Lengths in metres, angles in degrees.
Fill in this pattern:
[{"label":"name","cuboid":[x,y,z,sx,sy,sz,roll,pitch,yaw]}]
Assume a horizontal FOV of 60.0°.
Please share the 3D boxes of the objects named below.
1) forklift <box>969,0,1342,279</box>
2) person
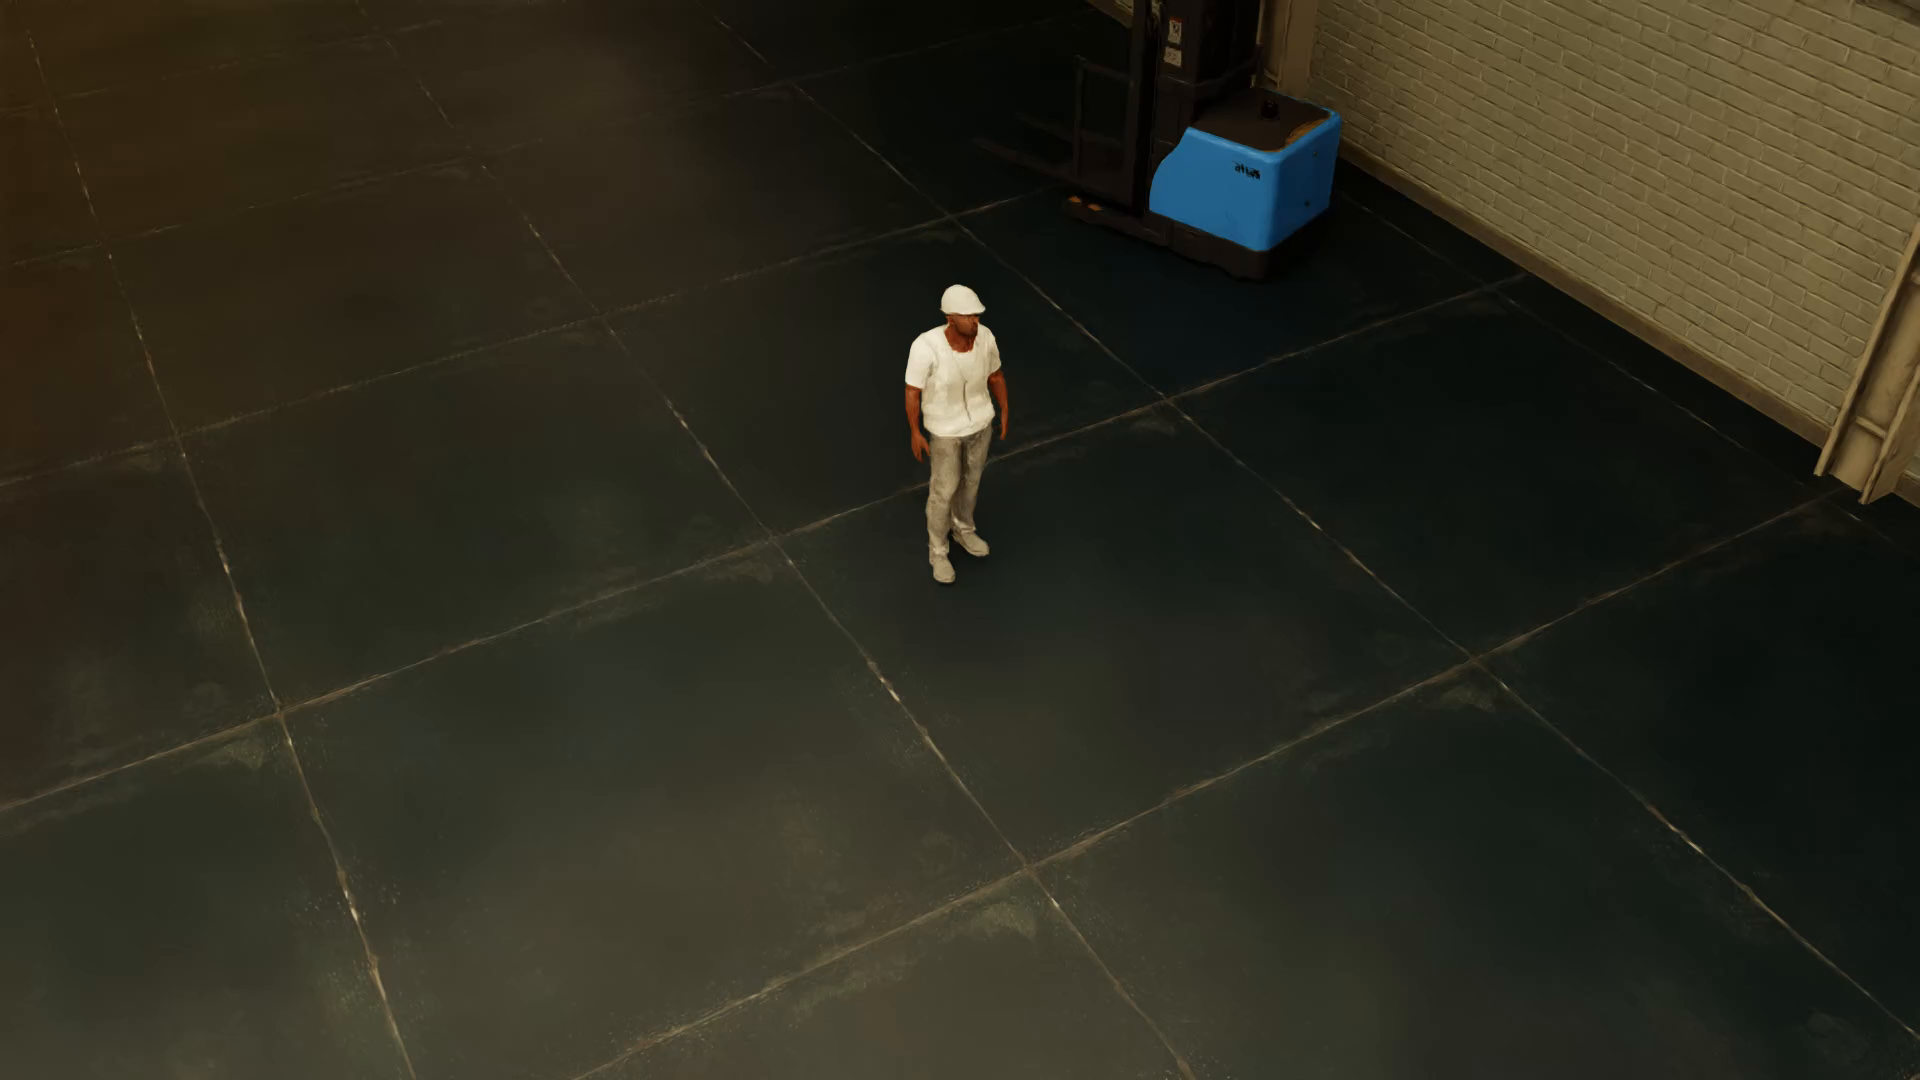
[{"label":"forklift","cuboid":[1.447,-3.894,12.731,3.031,2.935,1.130,28,47,30]},{"label":"person","cuboid":[0.031,-0.641,9.716,0.665,1.760,0.572,-20,44,-23]}]
